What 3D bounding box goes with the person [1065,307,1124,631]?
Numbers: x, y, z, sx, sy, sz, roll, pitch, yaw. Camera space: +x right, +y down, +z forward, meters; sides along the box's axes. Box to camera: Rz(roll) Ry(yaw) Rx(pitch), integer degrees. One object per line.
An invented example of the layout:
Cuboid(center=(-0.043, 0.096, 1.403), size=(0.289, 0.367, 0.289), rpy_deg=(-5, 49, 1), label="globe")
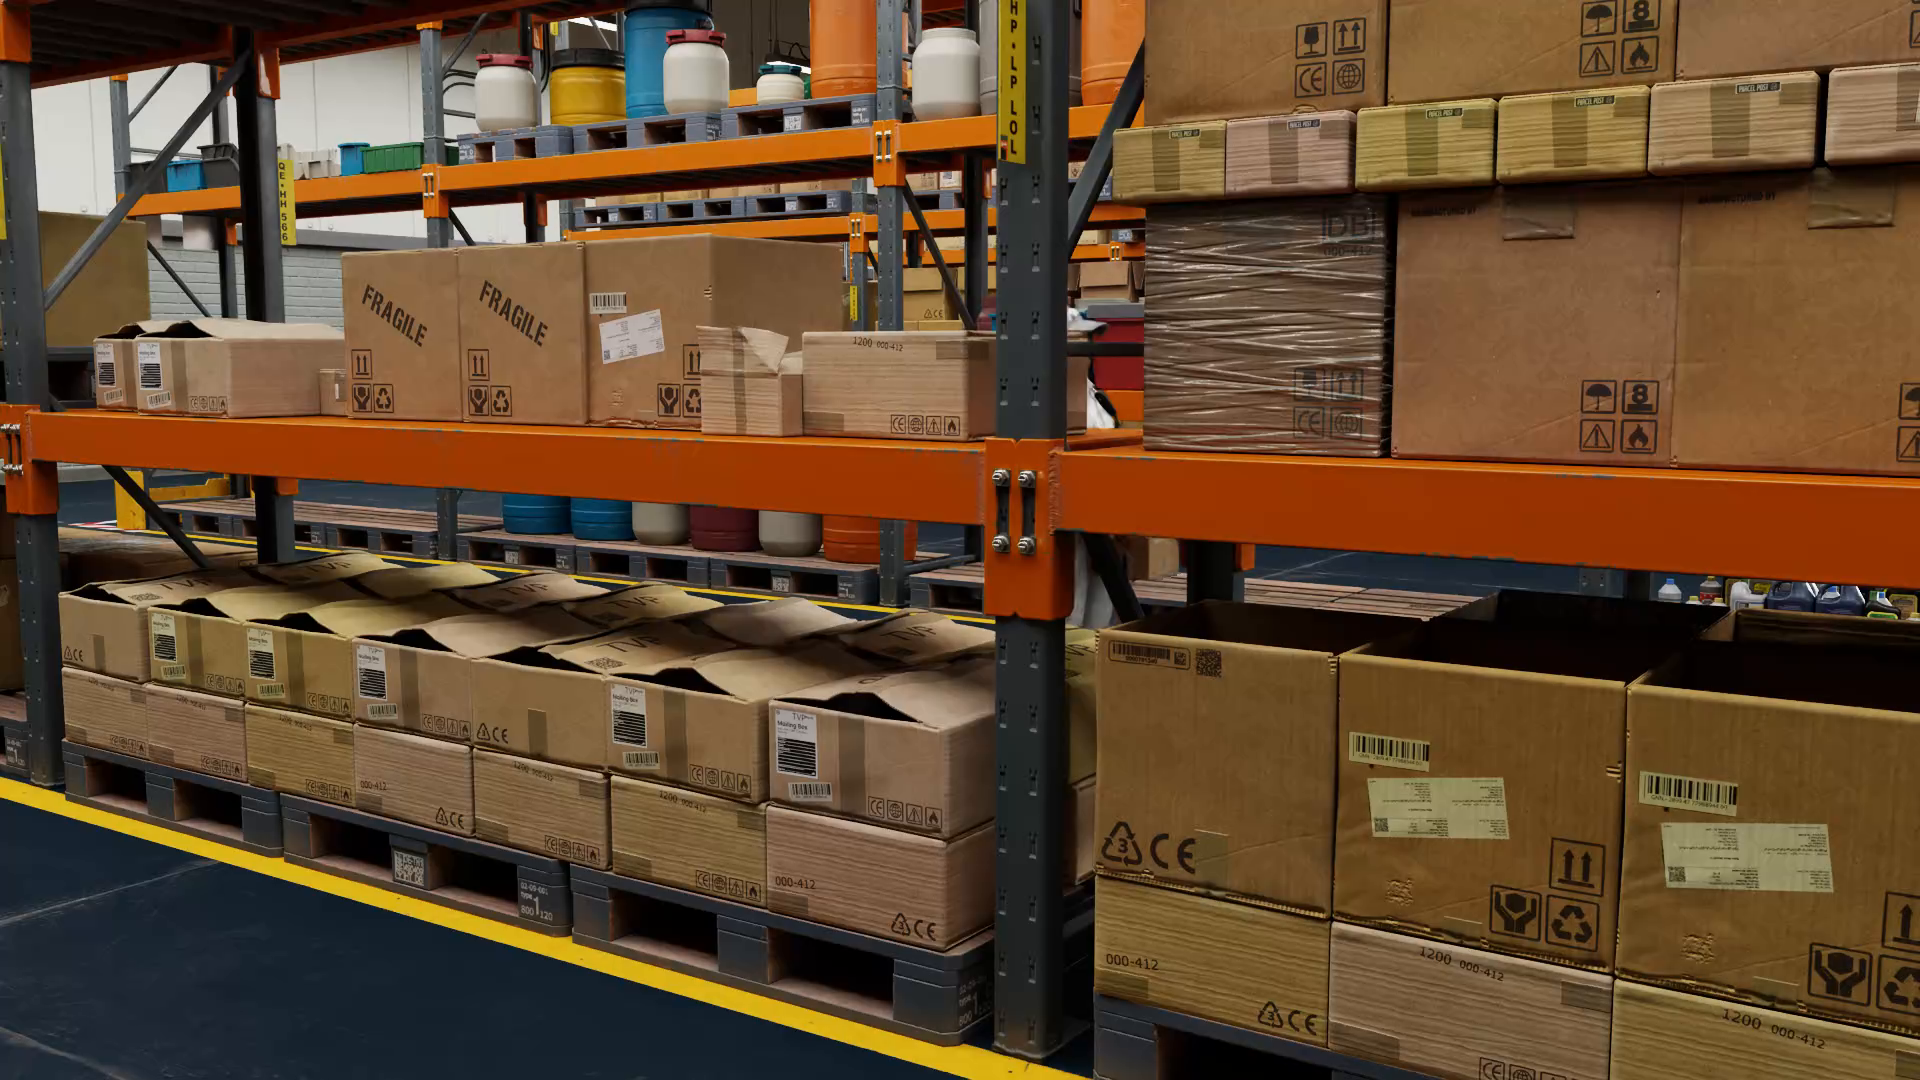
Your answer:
Cuboid(center=(0.429, -0.016, 6.108), size=(0.457, 1.671, 0.536), rpy_deg=(4, 8, 33), label="person")
